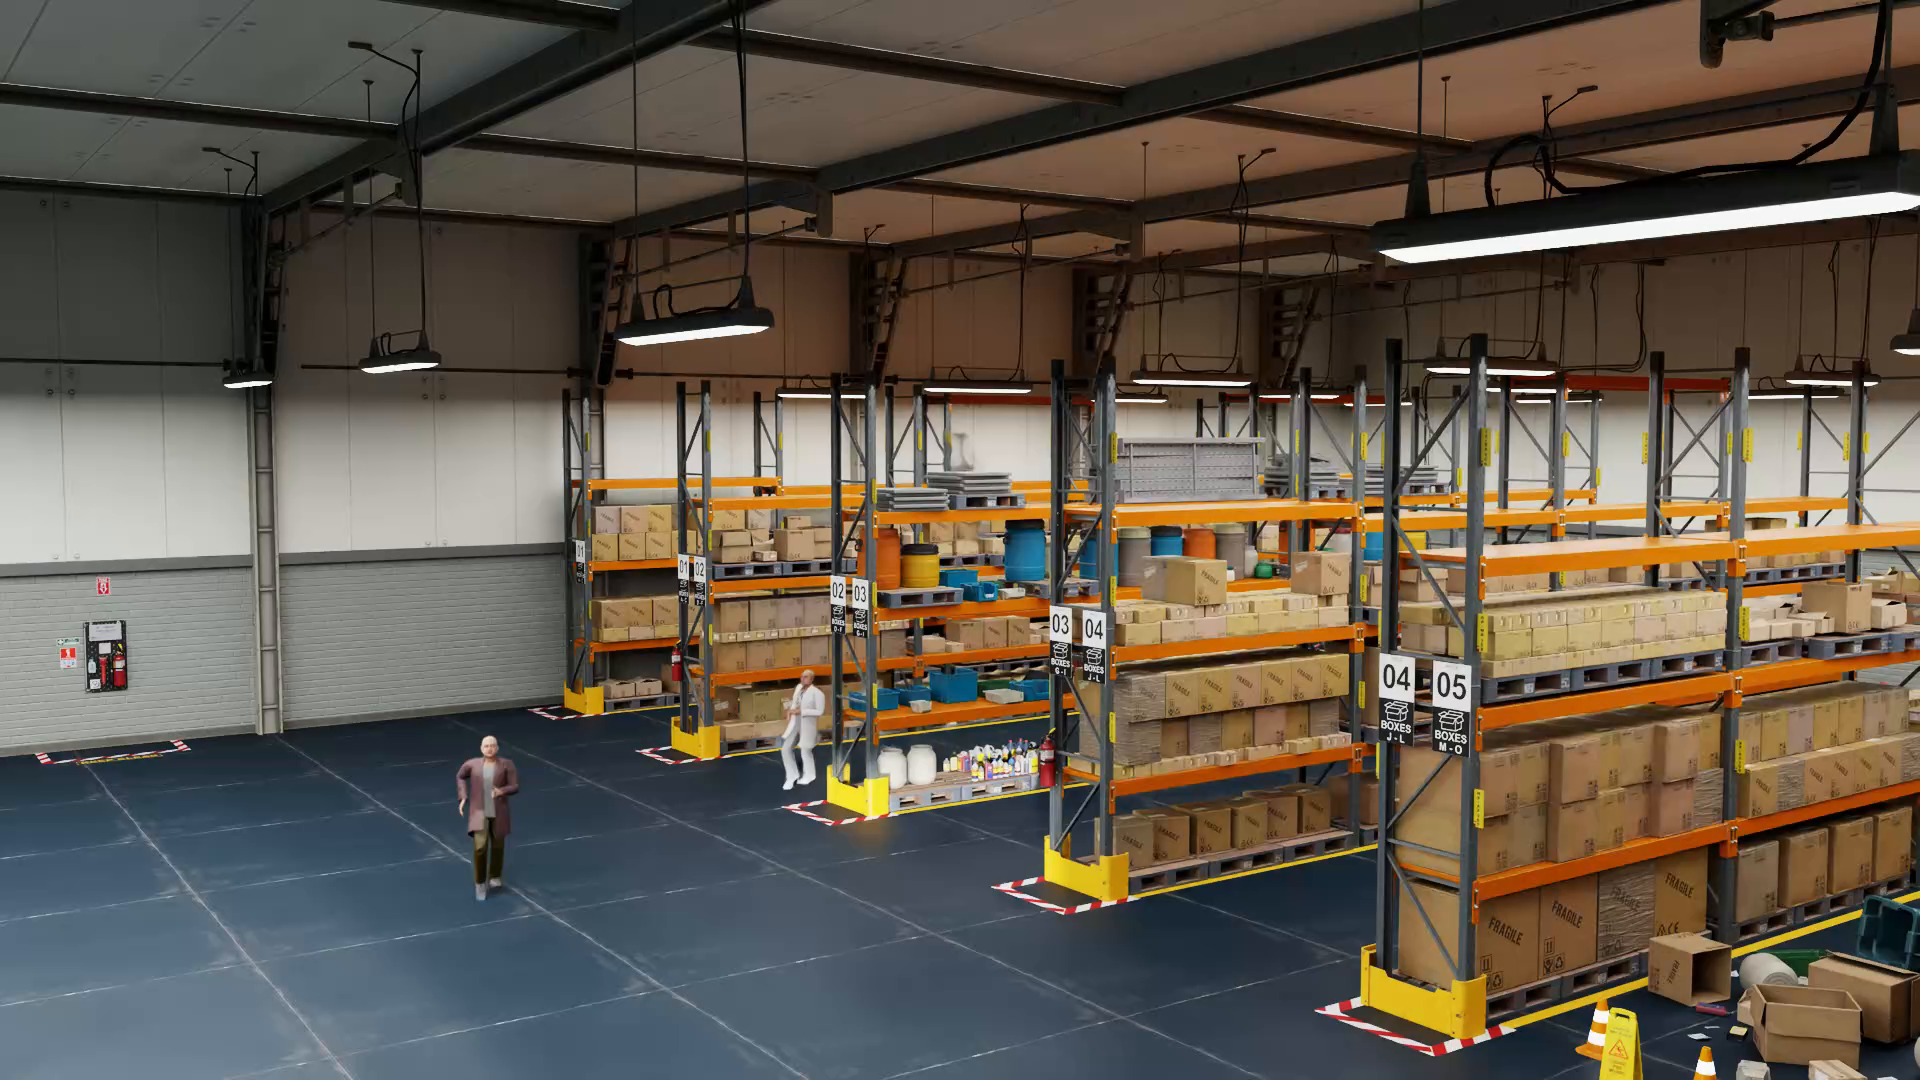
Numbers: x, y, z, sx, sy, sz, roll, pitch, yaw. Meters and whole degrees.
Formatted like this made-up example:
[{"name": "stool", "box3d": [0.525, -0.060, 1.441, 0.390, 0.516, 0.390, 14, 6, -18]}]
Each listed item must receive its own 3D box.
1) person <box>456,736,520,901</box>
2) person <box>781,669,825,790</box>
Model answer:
[{"name": "person", "box3d": [-5.251, 3.094, 18.540, 0.672, 1.825, 0.801, -1, 4, -18]}, {"name": "person", "box3d": [-2.195, 2.759, 24.103, 0.679, 1.816, 0.727, 2, 4, 30]}]
